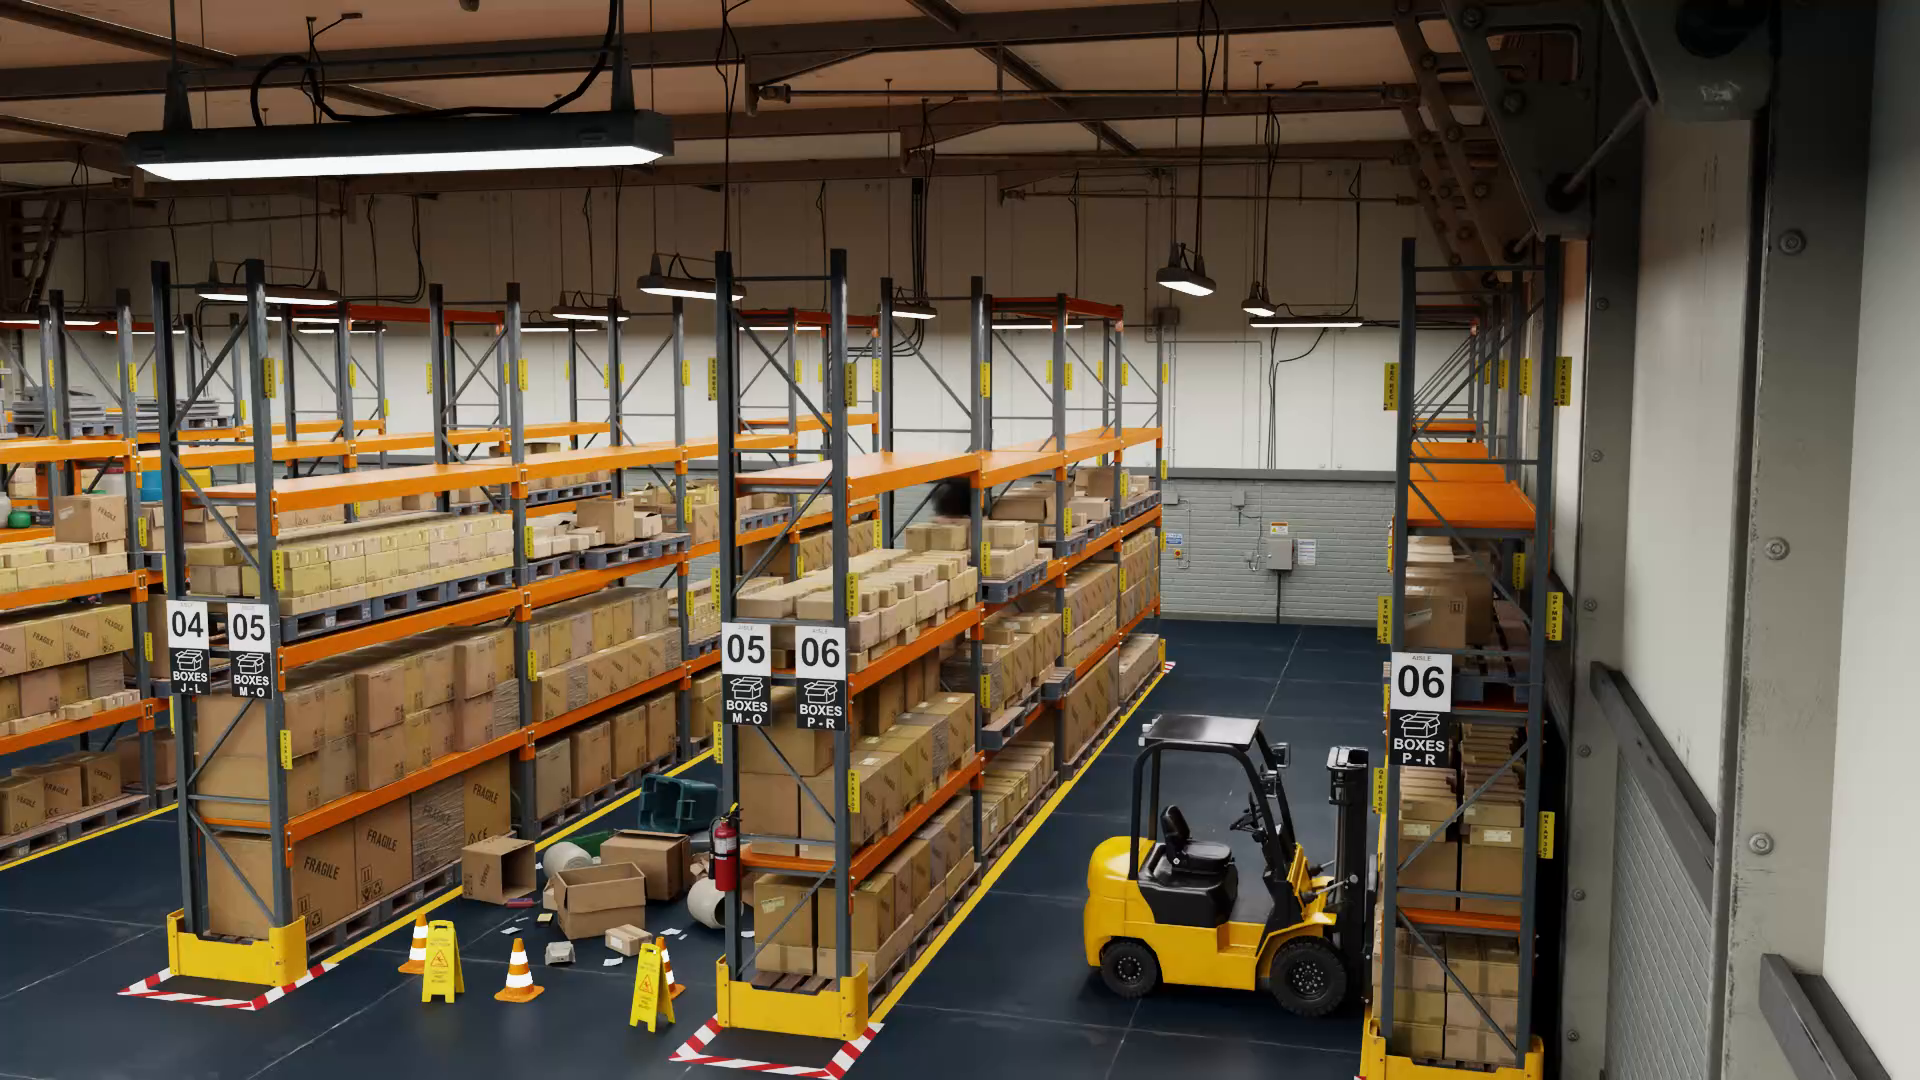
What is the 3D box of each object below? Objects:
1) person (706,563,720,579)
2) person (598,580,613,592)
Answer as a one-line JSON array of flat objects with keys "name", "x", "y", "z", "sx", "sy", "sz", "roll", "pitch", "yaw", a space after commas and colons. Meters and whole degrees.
[{"name": "person", "x": -4.106, "y": 1.310, "z": 28.292, "sx": 0.707, "sy": 1.844, "sz": 0.826, "roll": 2, "pitch": 6, "yaw": 18}, {"name": "person", "x": -5.777, "y": 1.392, "z": 27.396, "sx": 0.680, "sy": 1.721, "sz": 0.634, "roll": 1, "pitch": 6, "yaw": 9}]
